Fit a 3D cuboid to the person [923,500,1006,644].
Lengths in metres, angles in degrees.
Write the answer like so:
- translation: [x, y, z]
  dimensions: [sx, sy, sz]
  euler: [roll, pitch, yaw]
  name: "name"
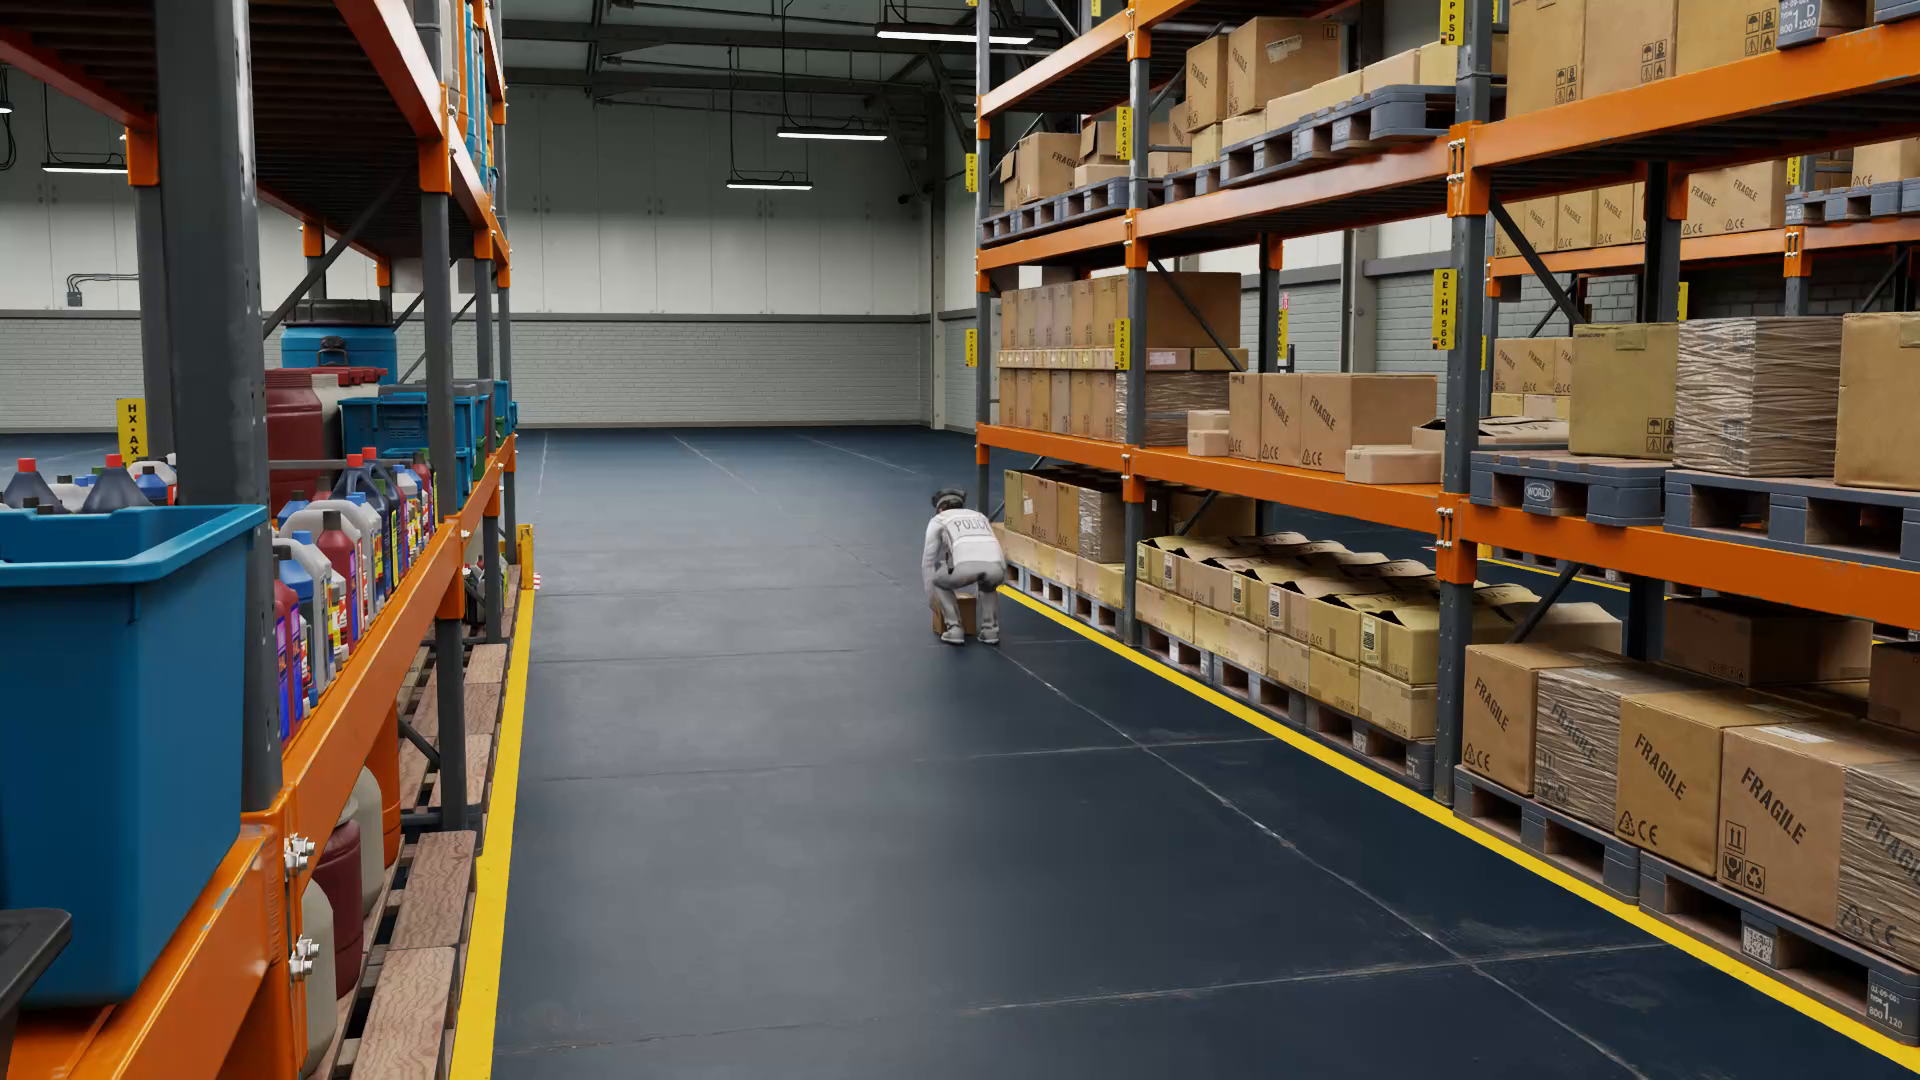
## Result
- translation: [0.020, 0.214, 11.138]
  dimensions: [0.492, 0.929, 0.851]
  euler: [-1, 6, -12]
  name: "person"
